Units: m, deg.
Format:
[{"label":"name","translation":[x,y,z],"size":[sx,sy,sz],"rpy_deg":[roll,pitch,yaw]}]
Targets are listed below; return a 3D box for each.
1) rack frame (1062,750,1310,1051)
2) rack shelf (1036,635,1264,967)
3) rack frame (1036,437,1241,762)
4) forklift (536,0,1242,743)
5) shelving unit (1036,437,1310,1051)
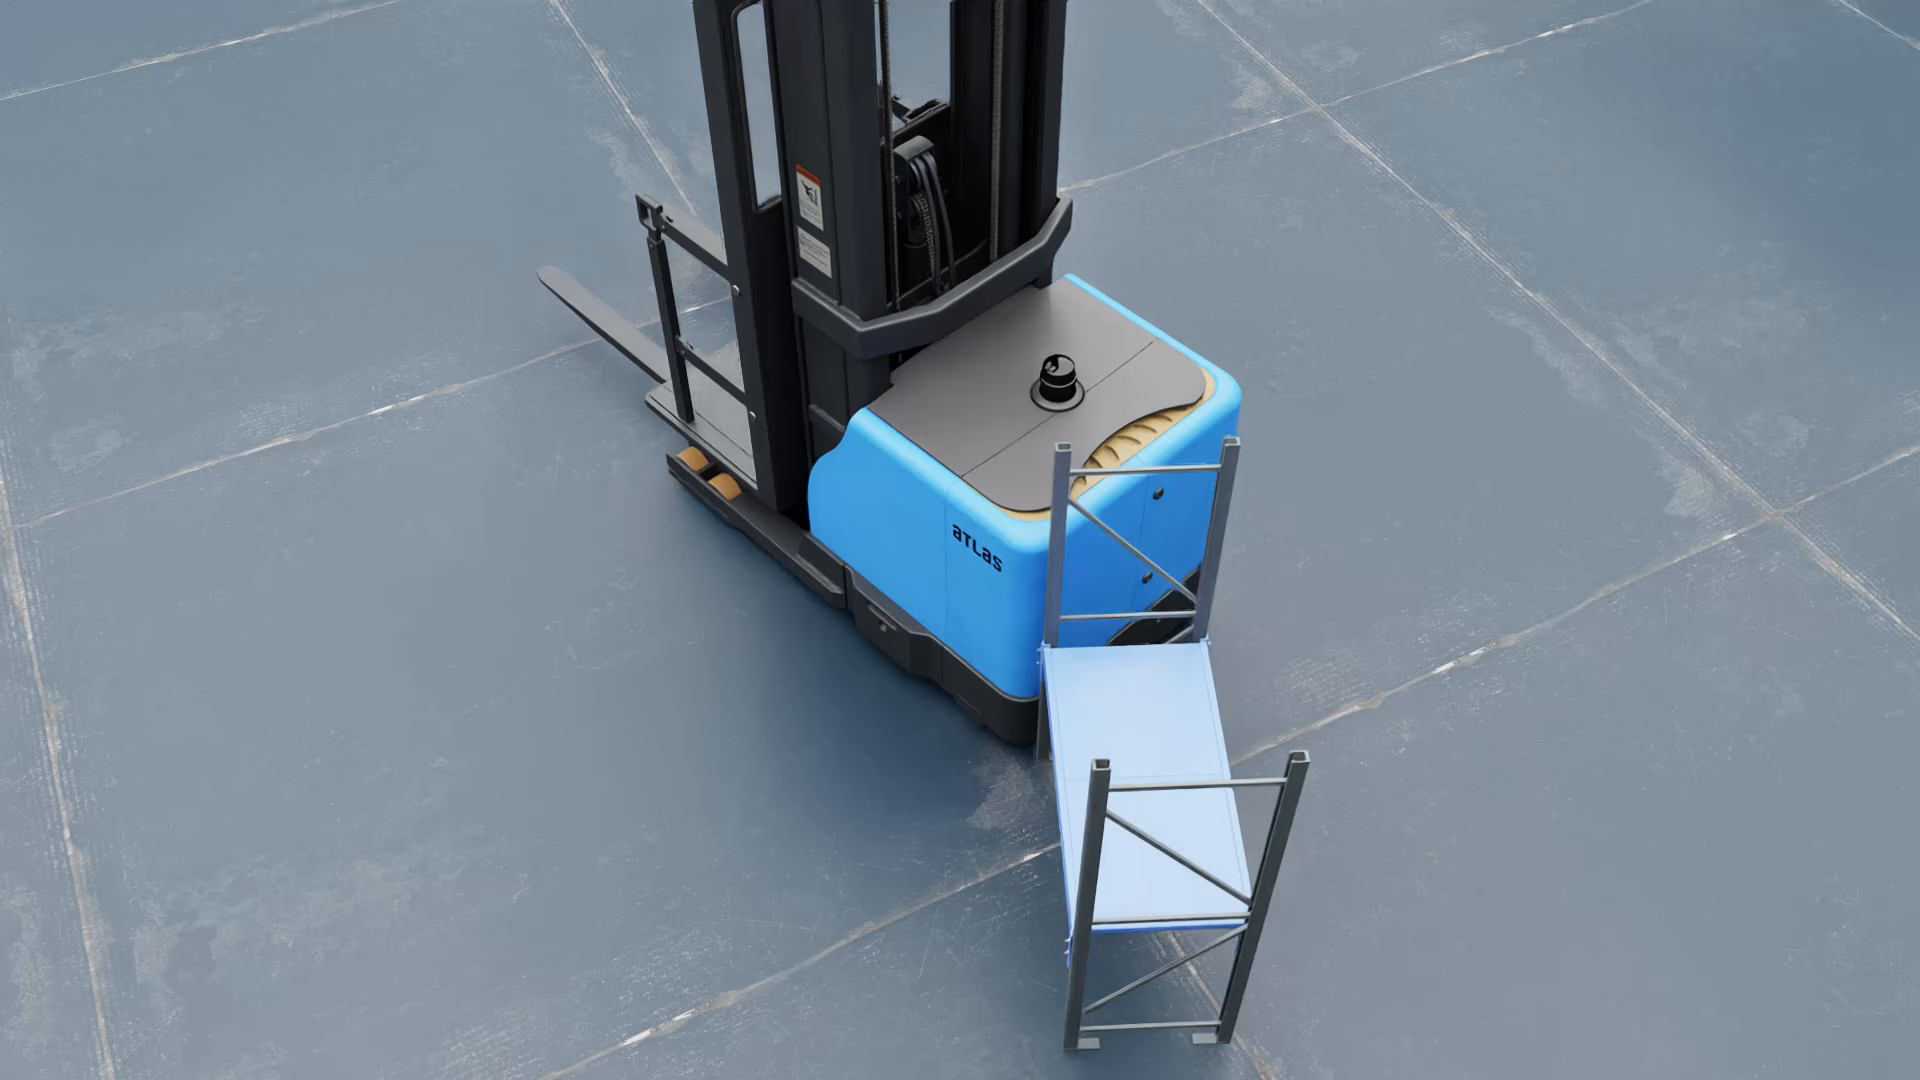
[{"label":"rack frame","translation":[0.553,0.999,4.380],"size":[0.500,1.500,0.032],"rpy_deg":[-2,49,-2]},{"label":"rack shelf","translation":[0.530,0.735,4.850],"size":[0.538,0.185,1.000],"rpy_deg":[-2,49,-2]},{"label":"rack frame","translation":[0.506,0.234,5.049],"size":[0.500,1.500,0.032],"rpy_deg":[-2,49,-2]},{"label":"forklift","translation":[-0.475,-1.297,5.437],"size":[1.130,2.935,3.031],"rpy_deg":[-36,58,-27]},{"label":"shelving unit","translation":[0.530,0.617,4.714],"size":[0.538,1.500,1.048],"rpy_deg":[-2,49,-2]}]
